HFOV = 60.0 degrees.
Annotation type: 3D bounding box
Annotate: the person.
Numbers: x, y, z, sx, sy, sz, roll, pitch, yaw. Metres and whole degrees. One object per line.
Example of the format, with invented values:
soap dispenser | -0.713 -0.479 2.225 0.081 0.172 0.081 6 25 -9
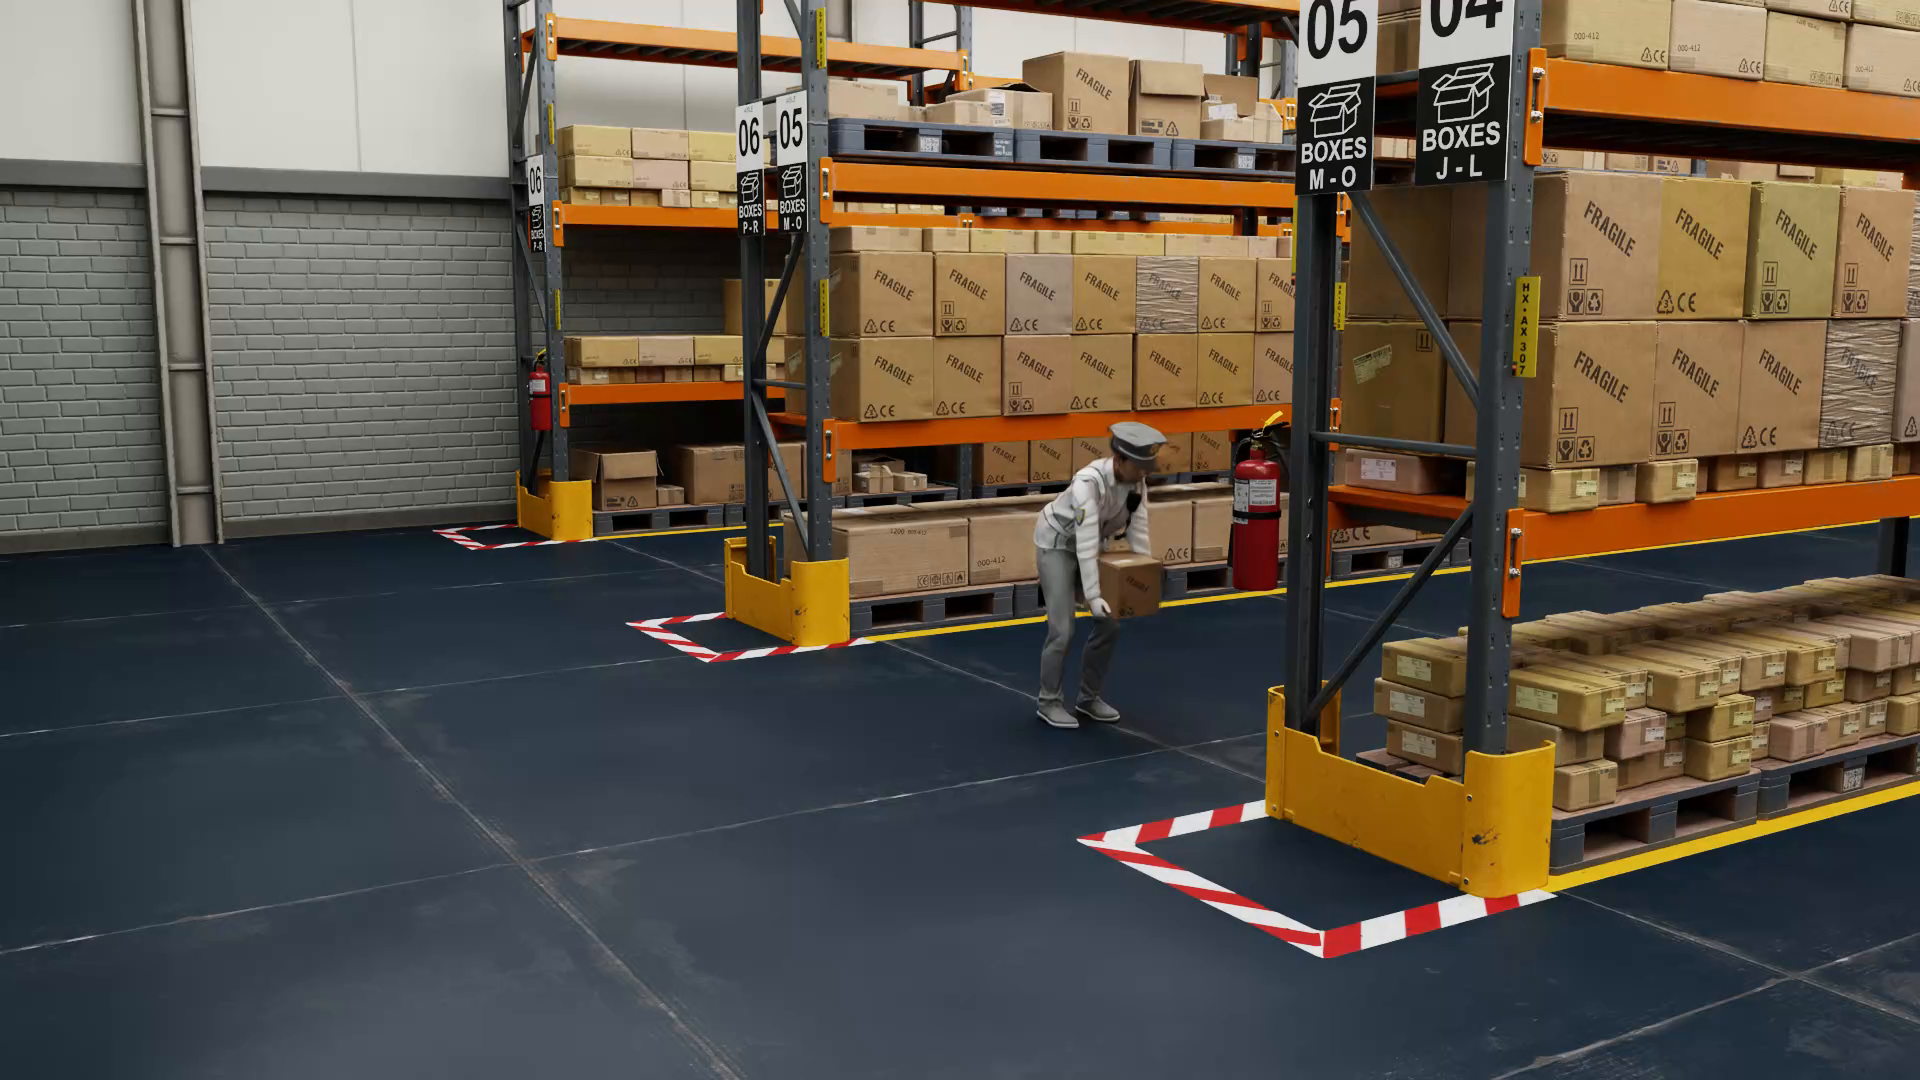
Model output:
person | 0.665 0.170 7.845 0.416 1.473 0.757 -5 10 -32
